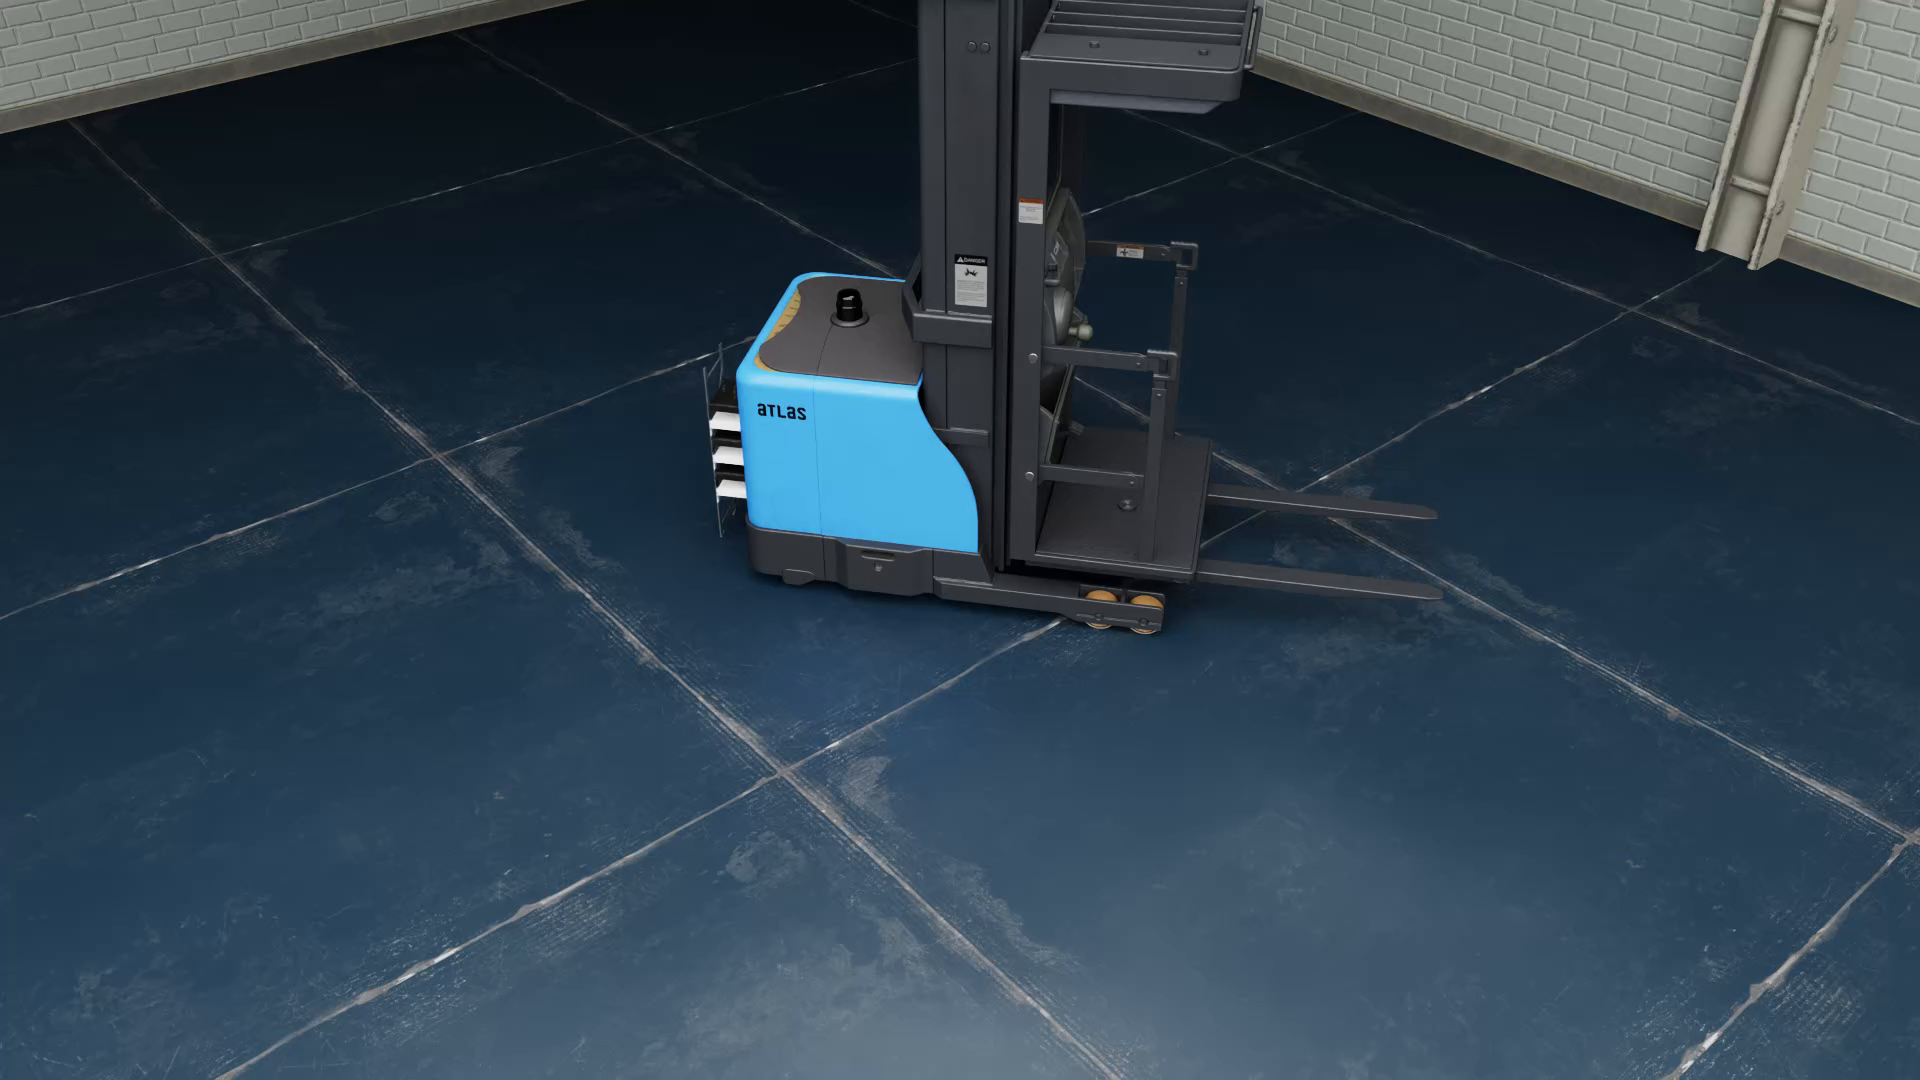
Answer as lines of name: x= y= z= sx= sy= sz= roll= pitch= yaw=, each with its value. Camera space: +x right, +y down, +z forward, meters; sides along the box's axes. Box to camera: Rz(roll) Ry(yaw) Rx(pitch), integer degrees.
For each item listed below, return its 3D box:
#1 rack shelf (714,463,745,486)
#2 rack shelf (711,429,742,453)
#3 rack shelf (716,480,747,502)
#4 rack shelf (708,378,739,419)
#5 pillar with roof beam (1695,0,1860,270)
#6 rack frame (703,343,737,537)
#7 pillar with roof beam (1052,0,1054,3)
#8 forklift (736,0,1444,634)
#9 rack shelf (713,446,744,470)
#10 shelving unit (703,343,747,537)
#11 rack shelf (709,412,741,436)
rack shelf: x=-0.994 y=-0.336 z=7.659 sx=0.200 sy=0.077 sz=0.258 roll=7 pitch=36 yaw=9
rack shelf: x=-0.994 y=-0.483 z=7.555 sx=0.200 sy=0.077 sz=0.258 roll=7 pitch=36 yaw=9
rack shelf: x=-0.994 y=-0.262 z=7.711 sx=0.200 sy=0.077 sz=0.258 roll=7 pitch=36 yaw=9
rack shelf: x=-0.994 y=-0.630 z=7.451 sx=0.200 sy=0.077 sz=0.258 roll=7 pitch=36 yaw=9
pillar with roof beam: x=1.506 y=-3.840 z=5.385 sx=9.100 sy=9.000 sz=0.400 roll=-26 pitch=43 yaw=-32
rack frame: x=-1.093 y=-0.448 z=7.604 sx=0.006 sy=0.900 sz=0.240 roll=7 pitch=36 yaw=9
pillar with roof beam: x=-2.366 y=-6.489 z=9.126 sx=9.100 sy=9.000 sz=0.400 roll=-26 pitch=43 yaw=-32
forklift: x=0.619 y=-1.125 z=6.803 sx=3.031 sy=2.935 sz=1.130 roll=7 pitch=36 yaw=9
rack shelf: x=-0.994 y=-0.409 z=7.607 sx=0.200 sy=0.077 sz=0.258 roll=7 pitch=36 yaw=9
shelving unit: x=-0.994 y=-0.437 z=7.588 sx=0.210 sy=0.900 sz=0.258 roll=7 pitch=36 yaw=9
rack shelf: x=-0.994 y=-0.556 z=7.503 sx=0.200 sy=0.077 sz=0.258 roll=7 pitch=36 yaw=9
